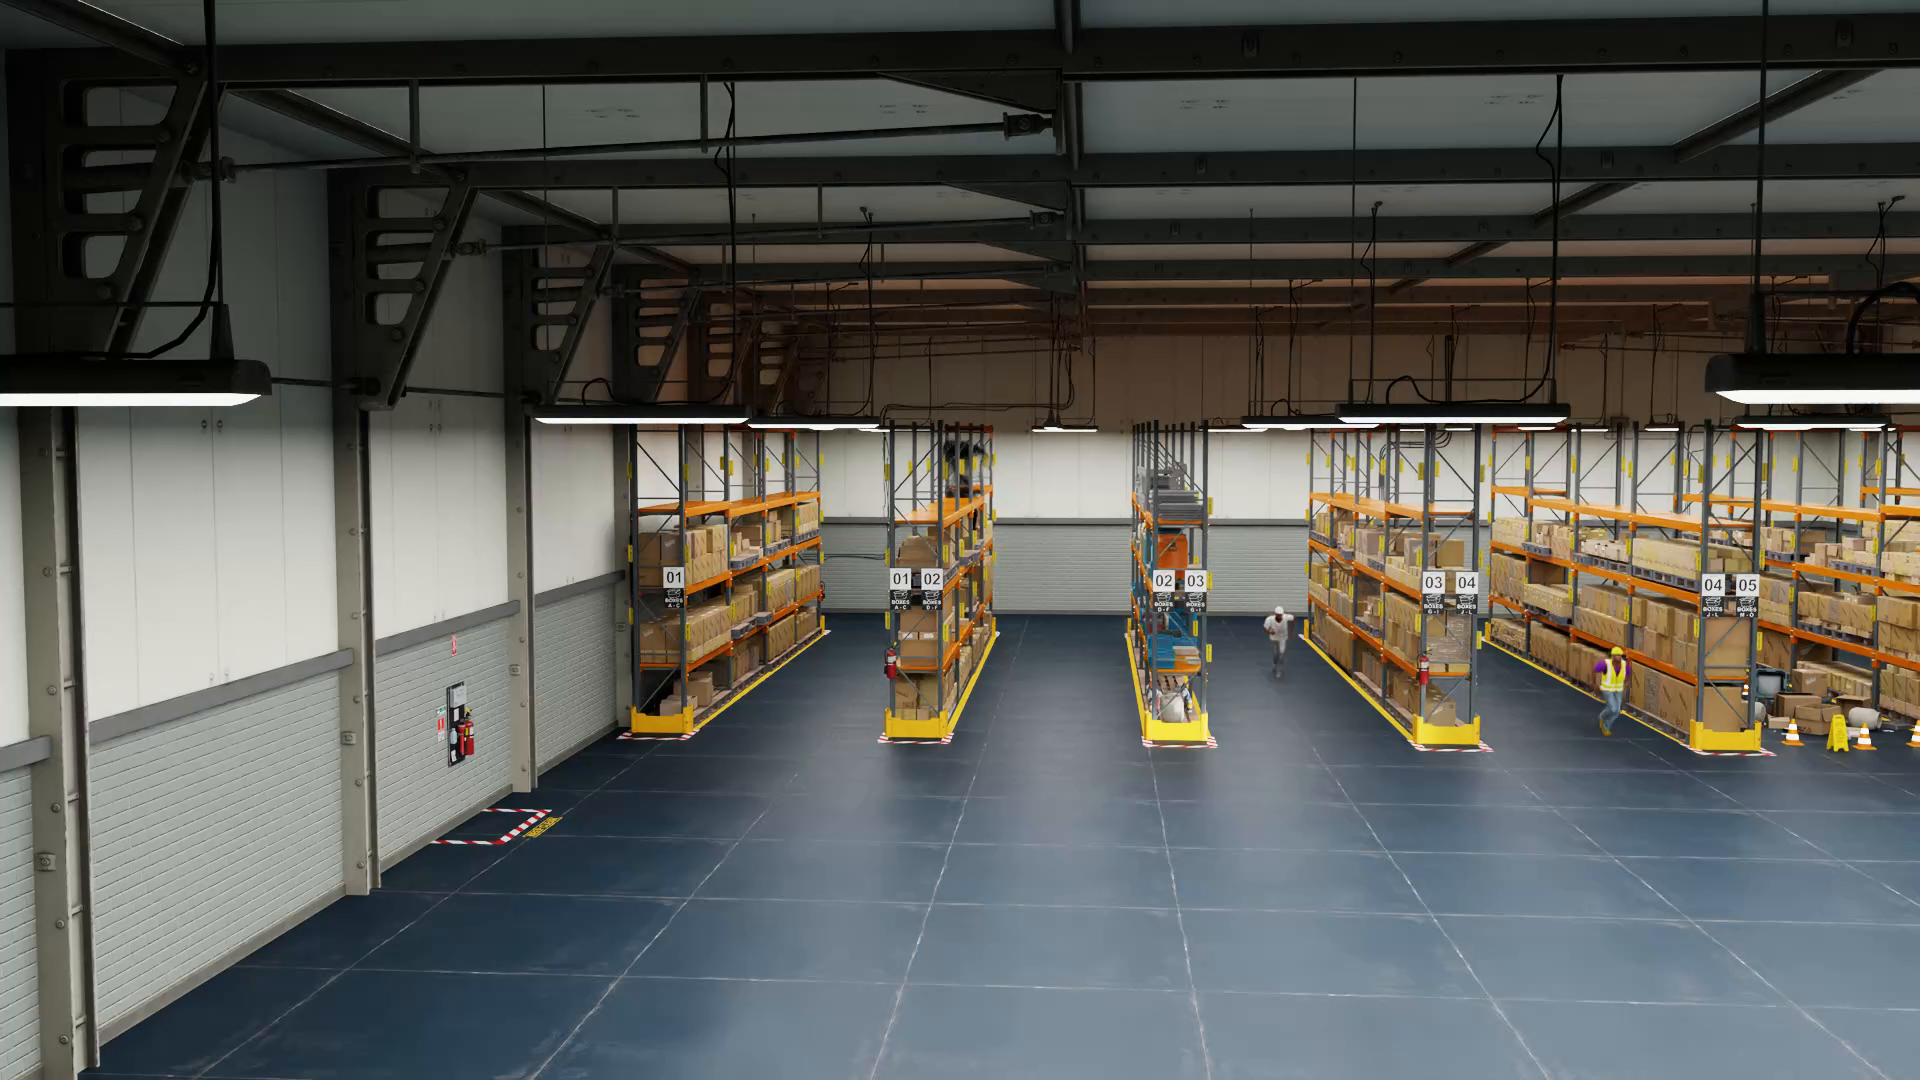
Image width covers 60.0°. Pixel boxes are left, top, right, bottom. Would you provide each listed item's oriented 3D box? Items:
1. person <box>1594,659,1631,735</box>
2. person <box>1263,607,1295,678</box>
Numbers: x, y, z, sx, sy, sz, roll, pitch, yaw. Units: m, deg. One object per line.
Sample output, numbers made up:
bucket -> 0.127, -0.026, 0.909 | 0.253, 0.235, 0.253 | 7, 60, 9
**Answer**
person -> 12.396, 2.978, 31.637 | 0.657, 1.475, 0.505 | -1, 4, -9
person -> 12.756, 2.844, 32.743 | 12.620, 1.717, 13.520 | 0, 4, 7
